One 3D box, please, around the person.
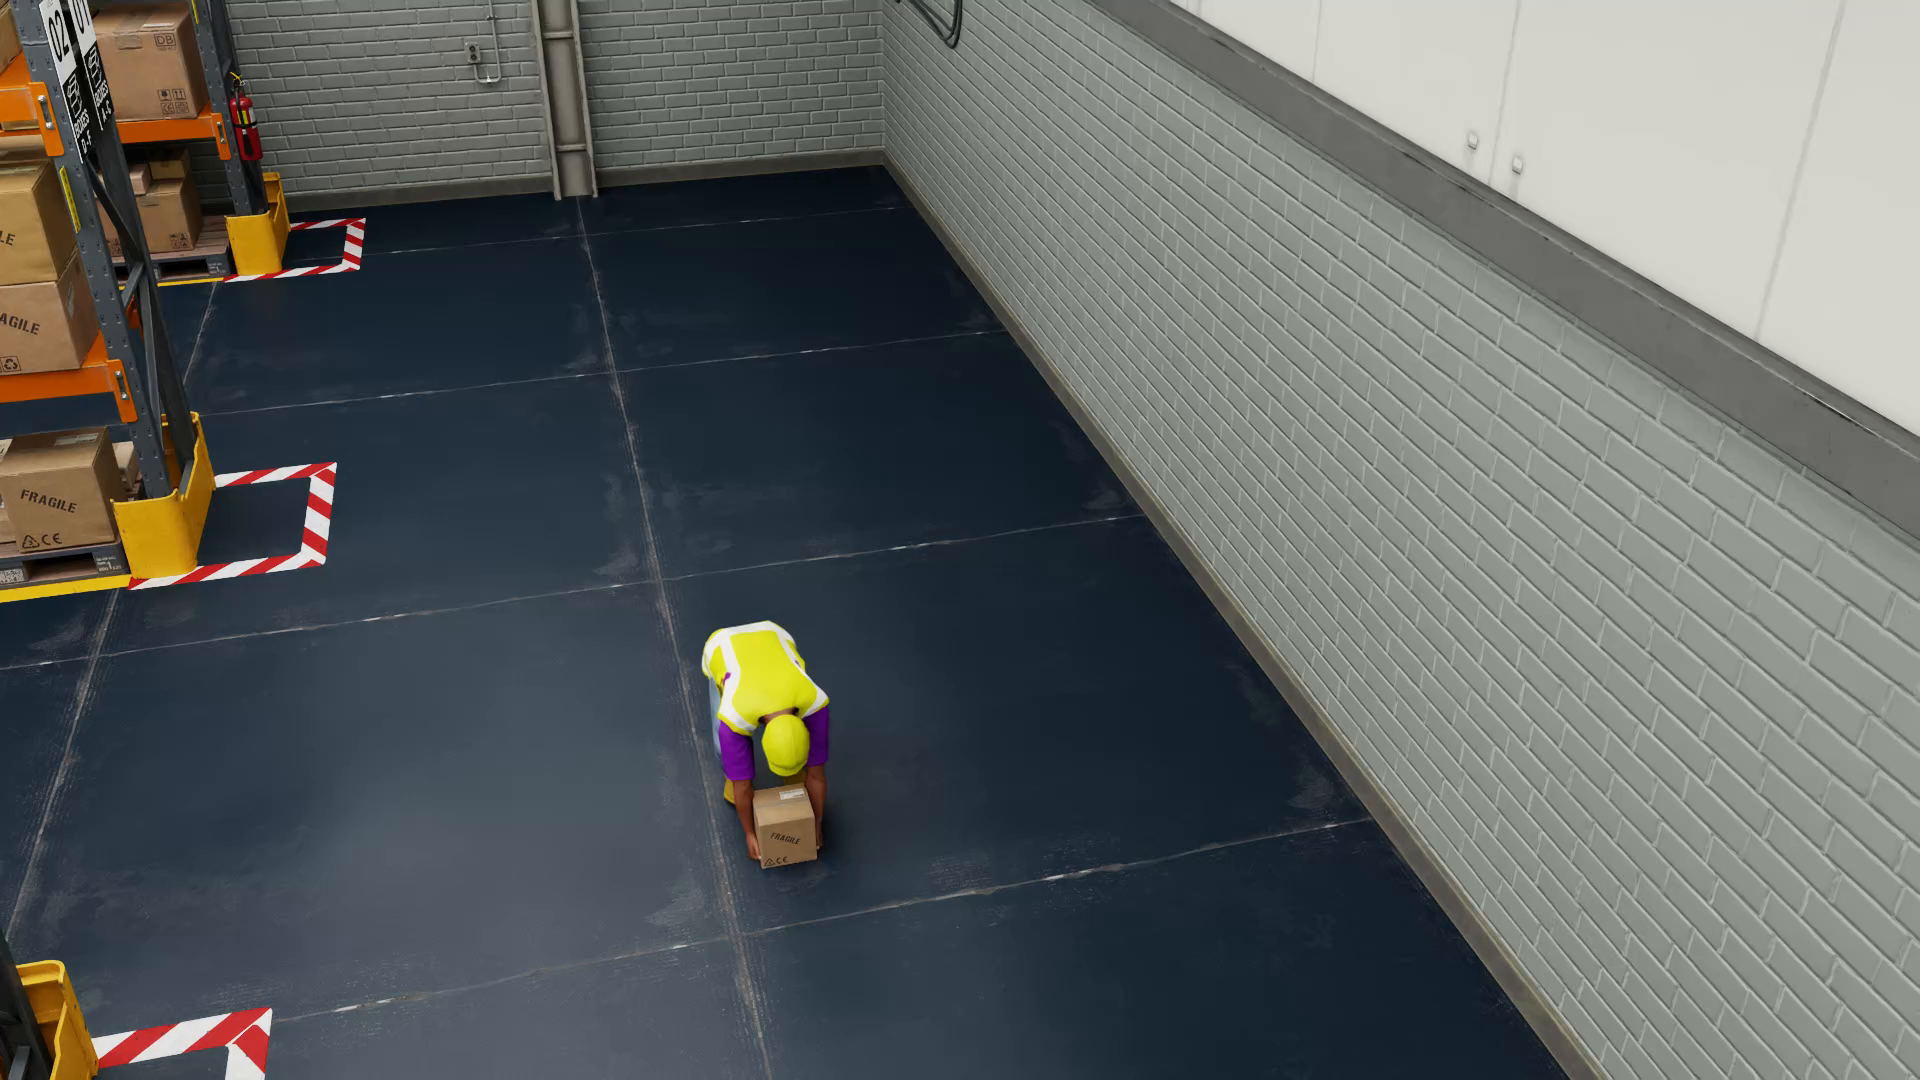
[{"bbox_3d":[-0.871,0.892,7.613,0.518,0.863,0.980,-9,31,-15],"label":"person"}]
